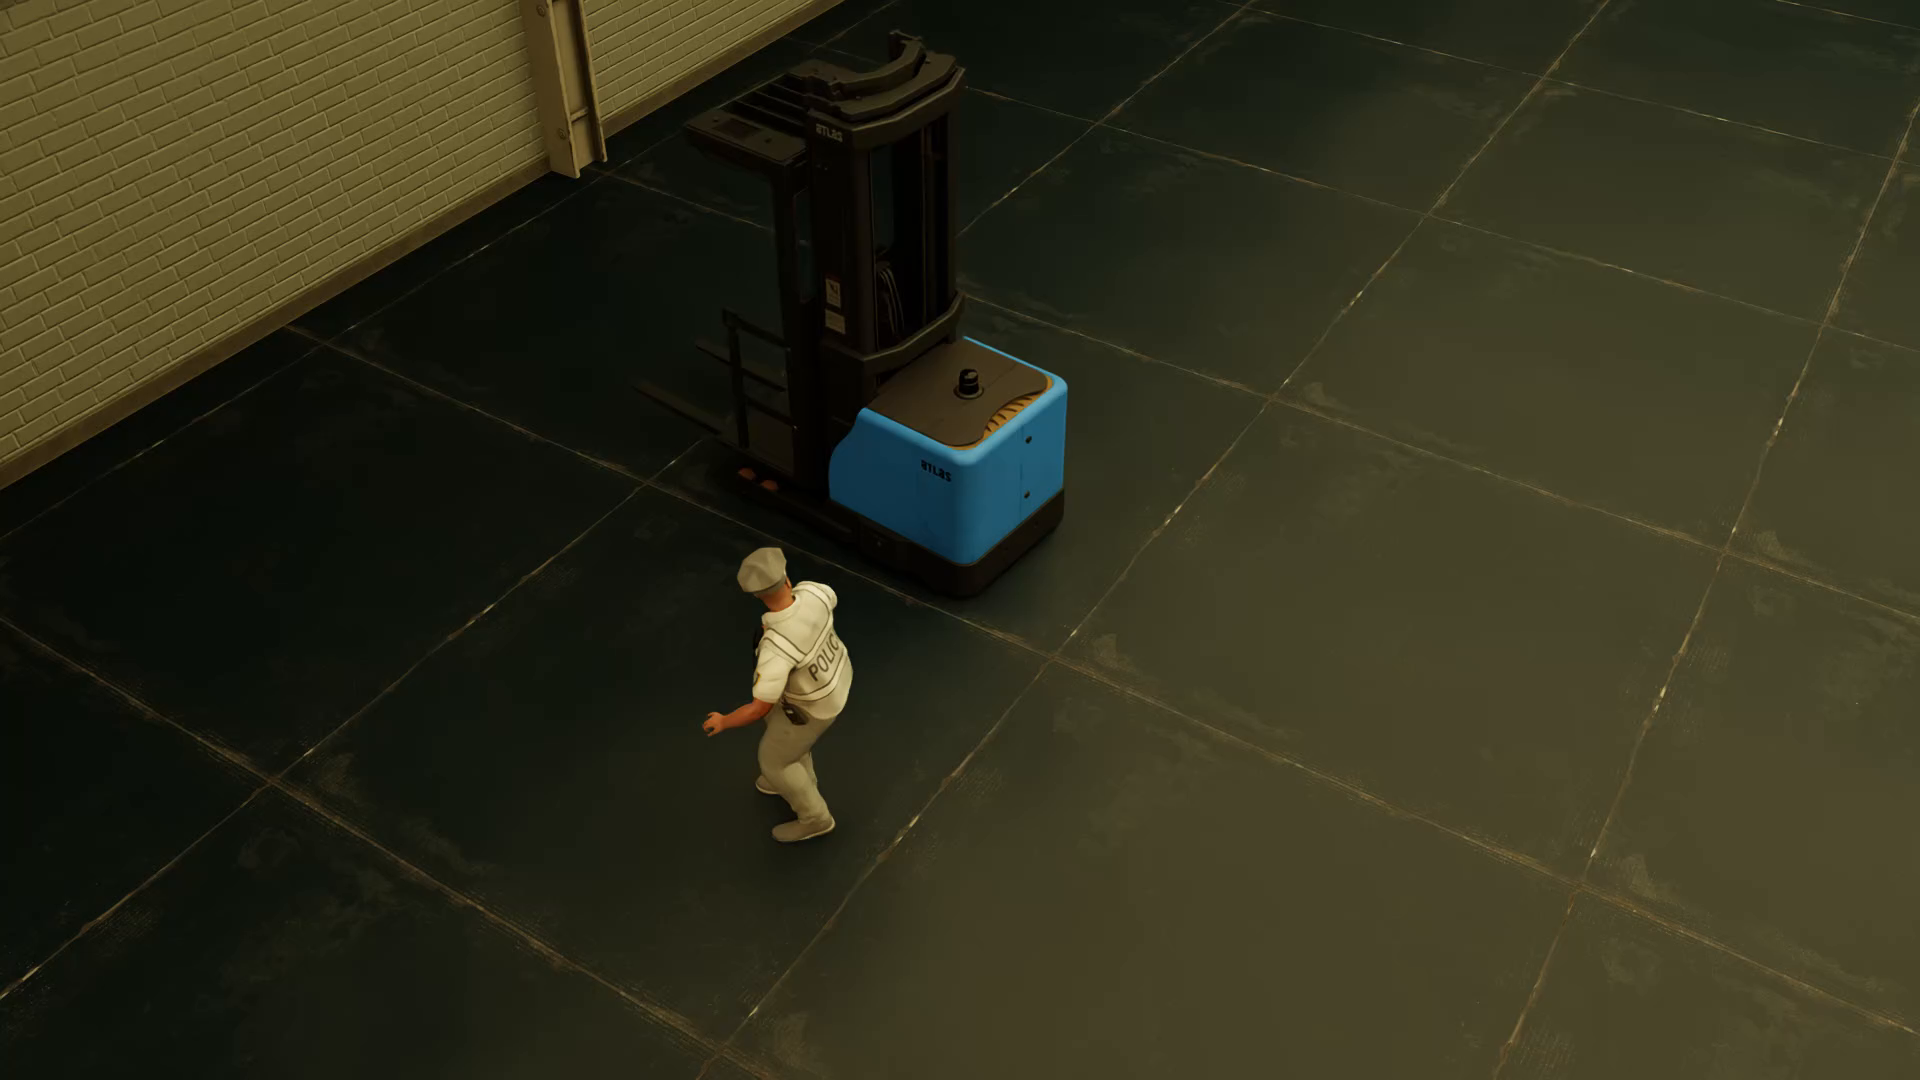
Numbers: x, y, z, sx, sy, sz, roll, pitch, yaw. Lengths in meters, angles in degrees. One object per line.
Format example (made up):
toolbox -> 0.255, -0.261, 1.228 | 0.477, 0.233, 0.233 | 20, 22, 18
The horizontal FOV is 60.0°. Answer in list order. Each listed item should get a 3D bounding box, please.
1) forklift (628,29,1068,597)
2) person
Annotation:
forklift -> -0.829, -1.574, 9.824 | 3.031, 2.935, 1.130 | 27, 47, 28
person -> -0.861, 0.746, 8.068 | 0.633, 1.717, 0.775 | 8, 41, 10
